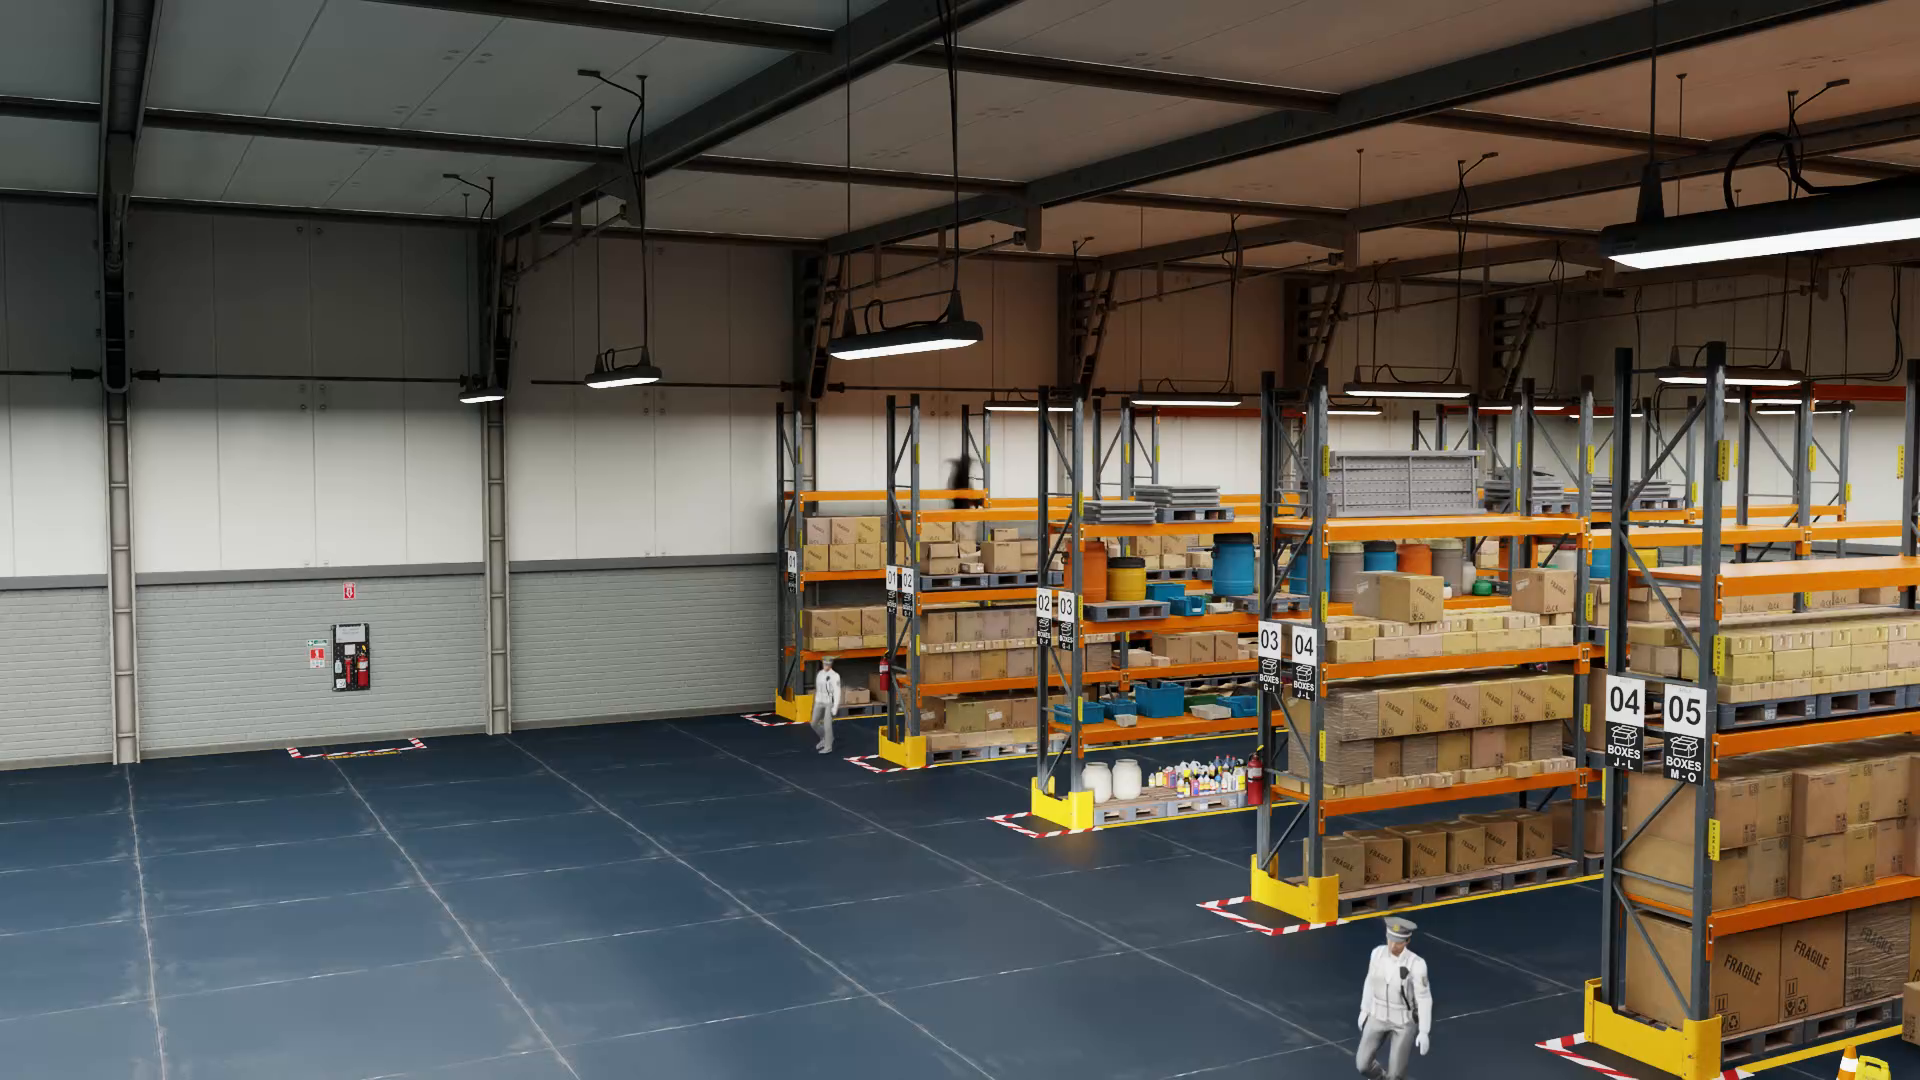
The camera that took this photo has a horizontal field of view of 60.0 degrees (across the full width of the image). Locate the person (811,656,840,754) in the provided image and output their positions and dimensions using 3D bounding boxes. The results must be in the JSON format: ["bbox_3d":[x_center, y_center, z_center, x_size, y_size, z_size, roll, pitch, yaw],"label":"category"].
[{"bbox_3d":[-2.230,2.745,27.824,0.603,1.647,0.423,2,4,34],"label":"person"}]

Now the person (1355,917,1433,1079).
[{"bbox_3d":[3.304,3.629,12.599,0.671,1.617,0.549,2,4,36],"label":"person"}]
